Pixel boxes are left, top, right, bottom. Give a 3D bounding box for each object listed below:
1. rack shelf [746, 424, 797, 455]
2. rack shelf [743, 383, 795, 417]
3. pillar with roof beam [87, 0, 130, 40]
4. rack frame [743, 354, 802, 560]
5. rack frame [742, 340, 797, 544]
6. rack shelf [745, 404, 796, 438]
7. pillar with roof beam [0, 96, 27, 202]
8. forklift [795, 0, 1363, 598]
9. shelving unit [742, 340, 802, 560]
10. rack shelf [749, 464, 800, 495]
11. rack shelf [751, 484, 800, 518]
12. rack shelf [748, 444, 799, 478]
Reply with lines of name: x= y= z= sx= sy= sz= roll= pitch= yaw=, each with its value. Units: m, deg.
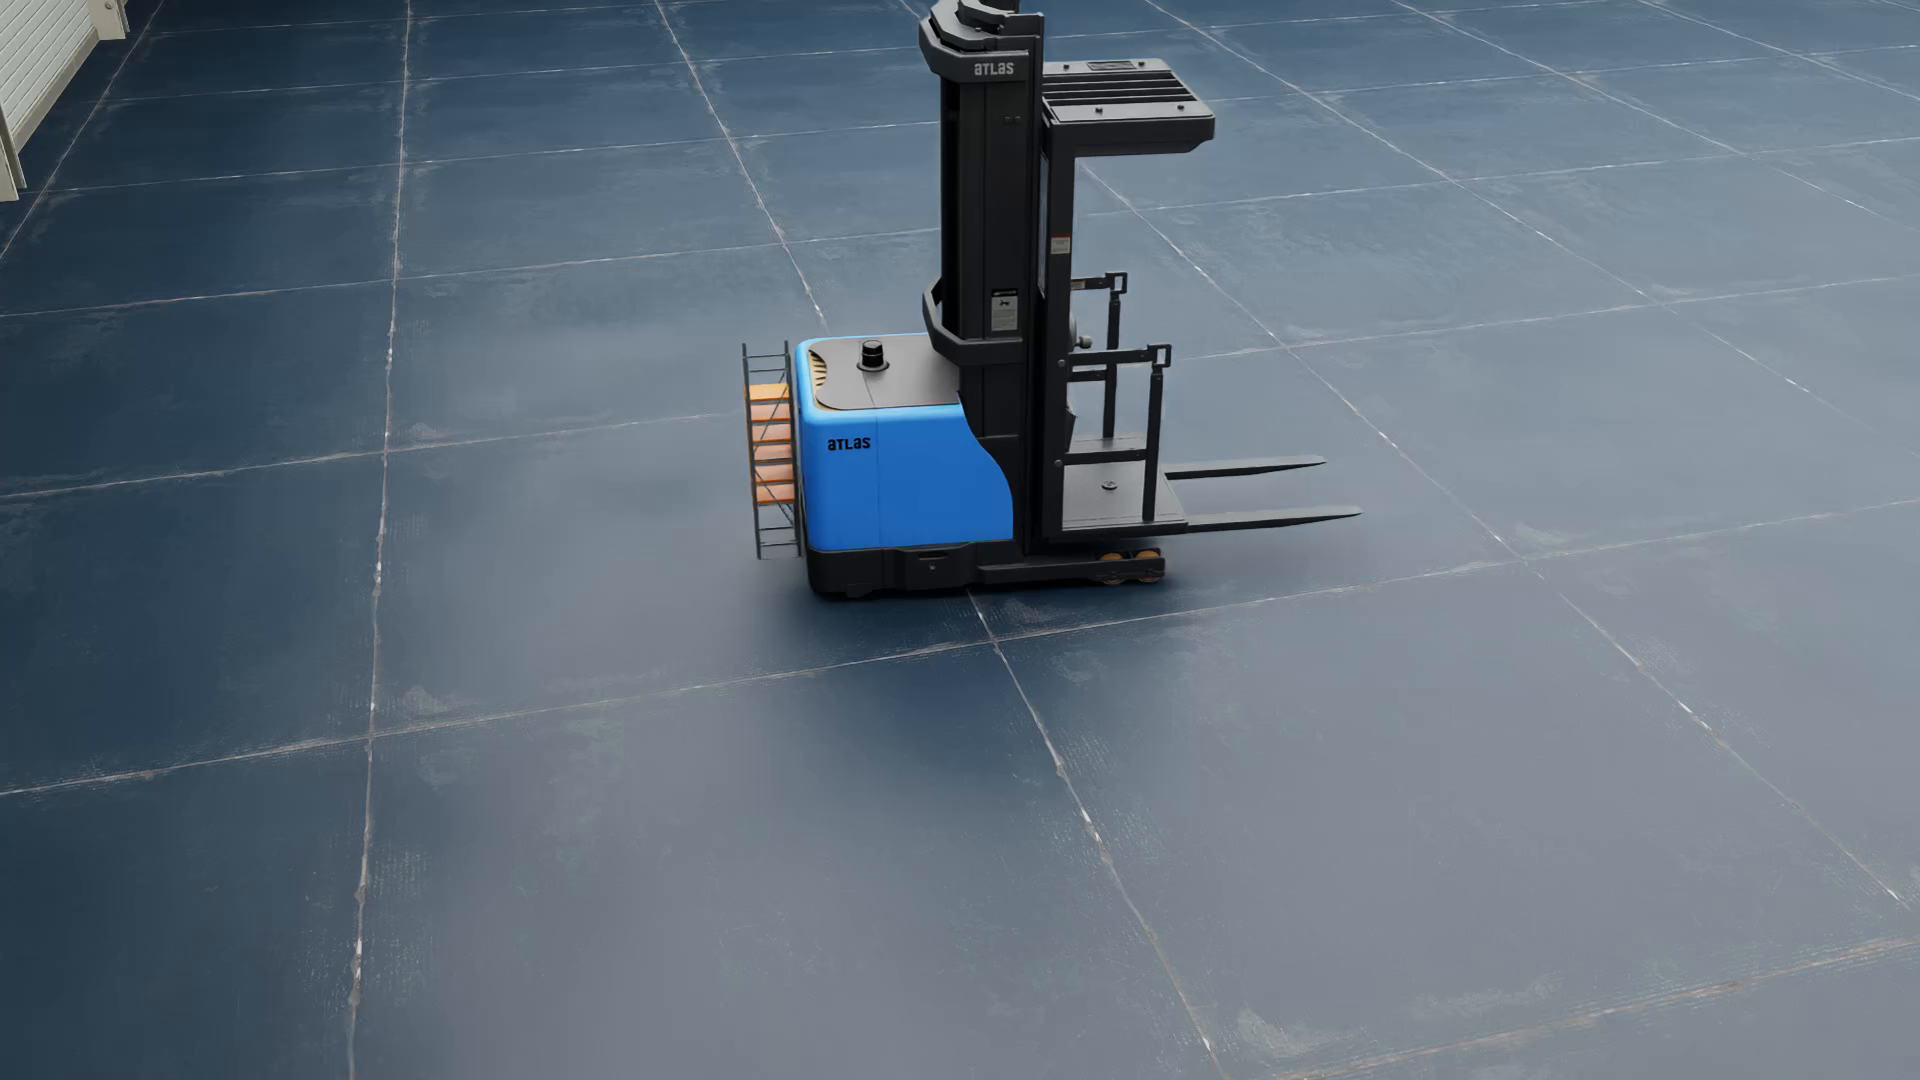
rack shelf: x=-0.998 y=-0.530 z=8.818 sx=0.258 sy=0.103 sz=0.180 roll=-5 pitch=30 yaw=-8
rack shelf: x=-0.998 y=-0.738 z=8.697 sx=0.258 sy=0.103 sz=0.180 roll=-5 pitch=30 yaw=-8
pillar with roof beam: x=-5.747 y=-10.361 z=18.168 sx=9.100 sy=9.000 sz=0.400 roll=-8 pitch=31 yaw=-13
rack frame: x=-0.984 y=-0.420 z=8.777 sx=0.240 sy=1.200 sz=0.006 roll=-5 pitch=30 yaw=-8
rack frame: x=-1.013 y=-0.510 z=8.934 sx=0.240 sy=1.200 sz=0.006 roll=-5 pitch=30 yaw=-8
rack shelf: x=-0.998 y=-0.634 z=8.758 sx=0.258 sy=0.103 sz=0.180 roll=-5 pitch=30 yaw=-8
pillar with roof beam: x=-4.154 y=-7.463 z=13.161 sx=9.100 sy=9.000 sz=0.400 roll=-8 pitch=31 yaw=-13
forklift: x=0.656 y=-1.289 z=8.551 sx=3.031 sy=2.935 sz=1.130 roll=-4 pitch=30 yaw=-7
shelving unit: x=-0.998 y=-0.465 z=8.856 sx=0.258 sy=1.200 sz=0.189 roll=-5 pitch=30 yaw=-8
rack shelf: x=-0.998 y=-0.323 z=8.938 sx=0.258 sy=0.103 sz=0.180 roll=-5 pitch=30 yaw=-8
rack shelf: x=-0.998 y=-0.219 z=8.998 sx=0.258 sy=0.103 sz=0.180 roll=-5 pitch=30 yaw=-8
rack shelf: x=-0.998 y=-0.426 z=8.878 sx=0.258 sy=0.103 sz=0.180 roll=-5 pitch=30 yaw=-8
